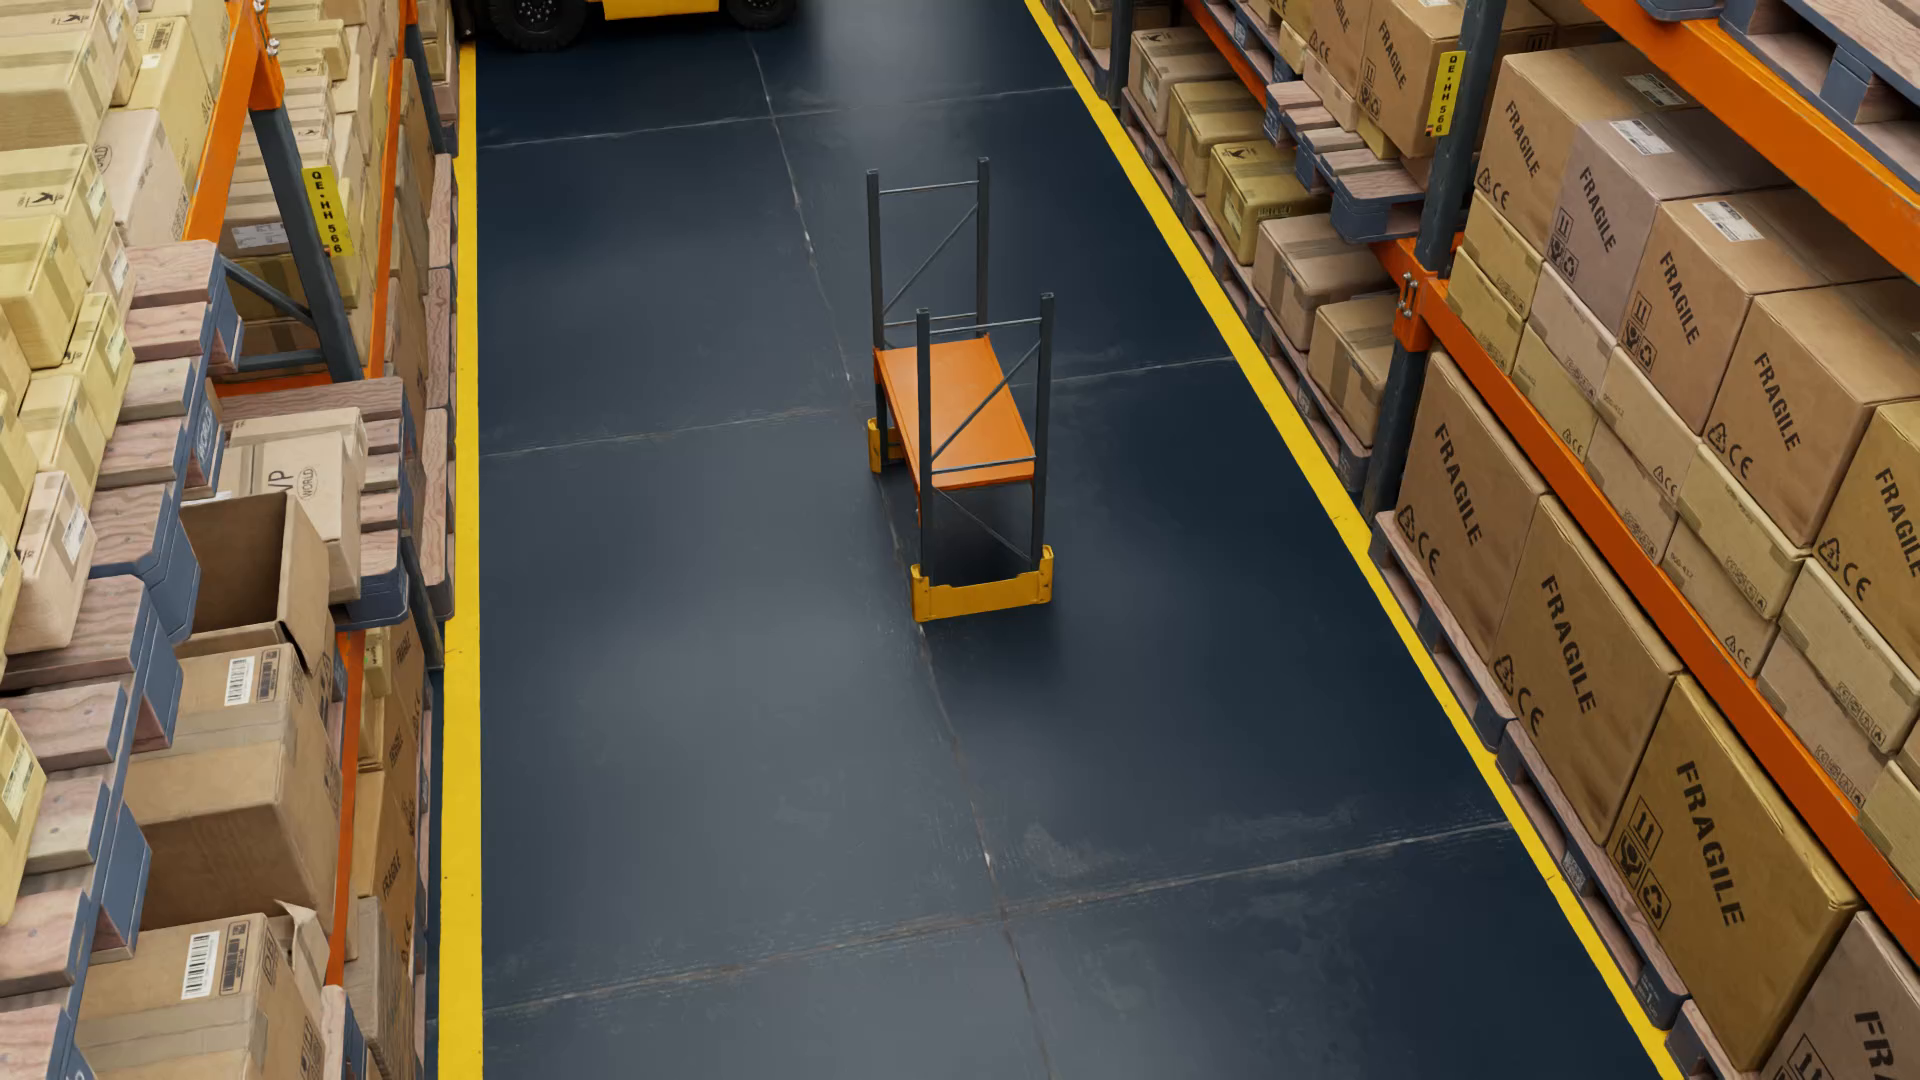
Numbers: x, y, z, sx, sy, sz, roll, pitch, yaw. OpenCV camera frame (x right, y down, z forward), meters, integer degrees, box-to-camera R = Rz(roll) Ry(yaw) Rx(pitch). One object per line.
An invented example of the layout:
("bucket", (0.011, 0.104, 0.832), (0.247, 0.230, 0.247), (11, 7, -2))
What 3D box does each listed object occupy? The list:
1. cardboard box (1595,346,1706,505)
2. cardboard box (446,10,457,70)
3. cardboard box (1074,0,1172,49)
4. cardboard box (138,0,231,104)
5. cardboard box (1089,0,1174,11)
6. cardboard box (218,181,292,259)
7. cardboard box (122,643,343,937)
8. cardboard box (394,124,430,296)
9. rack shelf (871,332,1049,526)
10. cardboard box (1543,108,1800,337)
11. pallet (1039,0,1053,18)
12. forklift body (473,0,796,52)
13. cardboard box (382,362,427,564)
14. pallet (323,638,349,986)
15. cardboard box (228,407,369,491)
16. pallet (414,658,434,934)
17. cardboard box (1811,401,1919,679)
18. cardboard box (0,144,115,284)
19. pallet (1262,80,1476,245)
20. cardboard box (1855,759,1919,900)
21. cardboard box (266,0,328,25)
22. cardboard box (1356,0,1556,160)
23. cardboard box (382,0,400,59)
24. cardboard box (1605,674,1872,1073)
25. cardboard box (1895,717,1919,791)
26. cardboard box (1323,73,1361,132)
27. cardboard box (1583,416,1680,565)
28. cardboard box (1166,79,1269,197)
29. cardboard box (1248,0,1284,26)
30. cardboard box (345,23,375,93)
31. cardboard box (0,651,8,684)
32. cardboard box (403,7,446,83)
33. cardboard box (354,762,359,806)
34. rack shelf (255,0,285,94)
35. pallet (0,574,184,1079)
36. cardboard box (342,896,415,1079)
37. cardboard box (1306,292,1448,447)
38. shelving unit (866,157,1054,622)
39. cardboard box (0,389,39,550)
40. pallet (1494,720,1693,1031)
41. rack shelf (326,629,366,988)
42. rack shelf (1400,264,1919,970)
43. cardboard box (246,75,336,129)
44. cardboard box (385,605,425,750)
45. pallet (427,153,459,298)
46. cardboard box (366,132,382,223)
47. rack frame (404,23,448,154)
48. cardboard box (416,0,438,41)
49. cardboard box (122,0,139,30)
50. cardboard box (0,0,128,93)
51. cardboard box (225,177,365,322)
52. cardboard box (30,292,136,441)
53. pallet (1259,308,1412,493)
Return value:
("cardboard box", (2.351, -0.391, 5.167), (0.500, 0.250, 0.500), (-8, 42, -9))
("cardboard box", (-3.339, -2.979, 10.102), (0.500, 0.250, 0.500), (-9, 42, -10))
("cardboard box", (1.023, -3.350, 10.519), (0.500, 0.250, 0.500), (-7, 42, -7))
("cardboard box", (-2.222, -1.338, 4.351), (0.500, 0.250, 0.500), (-10, 43, -11))
("cardboard box", (1.023, -3.631, 10.271), (0.500, 0.500, 0.500), (-9, 42, -10))
("cardboard box", (-2.351, -1.099, 5.664), (0.380, 0.149, 0.250), (-7, 42, -8))
("cardboard box", (-1.873, 0.638, 3.880), (0.700, 0.500, 0.500), (-9, 42, -10))
("cardboard box", (-3.149, -1.591, 8.255), (0.875, 0.625, 0.625), (-9, 42, -10))
("rack shelf", (-0.018, -0.482, 6.934), (0.538, 0.185, 1.000), (-8, 42, -9))
("cardboard box", (2.261, -1.020, 5.311), (0.500, 0.500, 0.500), (-8, 42, -9))
("pallet", (0.967, -4.056, 11.661), (1.003, 0.211, 1.213), (-8, 42, -9))
("forklift body", (-2.106, -4.470, 10.666), (2.313, 2.155, 1.214), (-8, 42, -9))
("cardboard box", (-2.691, -0.245, 6.739), (0.875, 0.625, 0.625), (-7, 42, -8))
("pallet", (-2.145, 0.762, 4.277), (1.003, 0.211, 1.213), (-8, 42, -9))
("cardboard box", (-2.053, -0.262, 5.159), (0.380, 0.149, 0.250), (-8, 42, -8))
("pallet", (-2.445, 0.962, 6.007), (1.003, 0.211, 1.213), (-8, 42, -9))
("cardboard box", (2.589, -0.021, 4.186), (0.500, 0.500, 0.500), (-7, 42, -8))
("cardboard box", (-1.732, -0.557, 2.932), (0.380, 0.149, 0.250), (-8, 42, -9))
("pallet", (2.019, -1.659, 7.003), (1.213, 0.211, 1.003), (-8, 42, -9))
("cardboard box", (2.688, 0.780, 4.224), (0.500, 0.250, 0.500), (-9, 42, -10))
("cardboard box", (-2.790, -2.089, 6.779), (0.380, 0.149, 0.250), (-8, 42, -9))
("cardboard box", (1.907, -1.844, 6.452), (0.500, 0.500, 0.500), (-9, 42, -11))
("cardboard box", (-2.955, -2.492, 7.911), (0.500, 0.250, 0.500), (-9, 42, -10))
("cardboard box", (2.725, 0.972, 5.180), (0.875, 0.875, 0.875), (-7, 42, -8))
("cardboard box", (2.692, 0.605, 4.046), (0.500, 0.250, 0.500), (-7, 42, -8))
("cardboard box", (1.749, -1.846, 6.943), (0.380, 0.149, 0.250), (-9, 42, -10))
("cardboard box", (2.372, -0.203, 5.332), (0.500, 0.250, 0.500), (-7, 42, -8))
("cardboard box", (1.687, -2.246, 9.183), (0.950, 0.372, 0.625), (-6, 42, -7))
("cardboard box", (1.564, -2.518, 7.701), (0.380, 0.149, 0.250), (-10, 42, -11))
("cardboard box", (-2.764, -2.018, 7.000), (0.500, 0.250, 0.500), (-8, 42, -9))
("cardboard box", (-1.555, 0.227, 2.273), (0.380, 0.149, 0.250), (-8, 42, -9))
("cardboard box", (-3.236, -2.836, 9.564), (0.500, 0.250, 0.500), (-9, 42, -9))
("cardboard box", (-2.100, 0.776, 5.194), (0.380, 0.149, 0.250), (-7, 42, -8))
("rack shelf", (-3.001, -2.719, 6.336), (1.077, 0.370, 4.000), (-8, 42, -9))
("pallet", (-1.778, 0.539, 2.266), (1.213, 0.211, 1.003), (-8, 42, -9))
("cardboard box", (-1.925, 1.450, 4.924), (0.500, 0.500, 0.500), (-10, 43, -11))
("cardboard box", (2.164, -0.826, 7.584), (0.950, 0.372, 0.625), (-11, 43, -12))
("shelving unit", (-0.016, -0.610, 6.808), (0.587, 1.500, 1.083), (-8, 42, -9))
("cardboard box", (-1.564, -0.063, 2.376), (0.380, 0.149, 0.250), (-9, 42, -10))
("pallet", (2.633, 1.070, 5.885), (1.003, 0.211, 1.213), (-8, 42, -9))
("rack shelf", (-2.138, 0.996, 4.411), (1.077, 0.370, 4.000), (-8, 42, -9))
("rack shelf", (2.708, 0.282, 5.215), (1.077, 0.370, 4.000), (-8, 42, -9))
("cardboard box", (-2.559, -1.602, 6.231), (0.380, 0.149, 0.250), (-8, 42, -9))
("cardboard box", (-2.268, 0.451, 6.049), (0.500, 0.500, 0.500), (-7, 42, -8))
("pallet", (-3.236, -1.648, 8.947), (1.003, 0.211, 1.213), (-8, 42, -9))
("cardboard box", (-2.648, -1.496, 6.789), (0.500, 0.250, 0.500), (-10, 42, -11))
("rack frame", (-3.433, -3.163, 8.553), (1.000, 3.000, 0.127), (-8, 42, -9))
("cardboard box", (-3.231, -3.024, 9.399), (0.500, 0.250, 0.500), (-9, 42, -10))
("cardboard box", (-2.189, -1.245, 3.946), (0.380, 0.149, 0.250), (-7, 42, -8))
("cardboard box", (-1.983, -1.038, 3.488), (0.380, 0.149, 0.250), (-9, 42, -10))
("cardboard box", (-2.402, -1.027, 5.884), (0.500, 0.250, 0.500), (-8, 42, -9))
("cardboard box", (-1.651, -0.278, 2.841), (0.380, 0.149, 0.250), (-7, 42, -8))
("pallet", (2.109, -0.747, 7.933), (1.003, 0.211, 1.213), (-8, 42, -9))
